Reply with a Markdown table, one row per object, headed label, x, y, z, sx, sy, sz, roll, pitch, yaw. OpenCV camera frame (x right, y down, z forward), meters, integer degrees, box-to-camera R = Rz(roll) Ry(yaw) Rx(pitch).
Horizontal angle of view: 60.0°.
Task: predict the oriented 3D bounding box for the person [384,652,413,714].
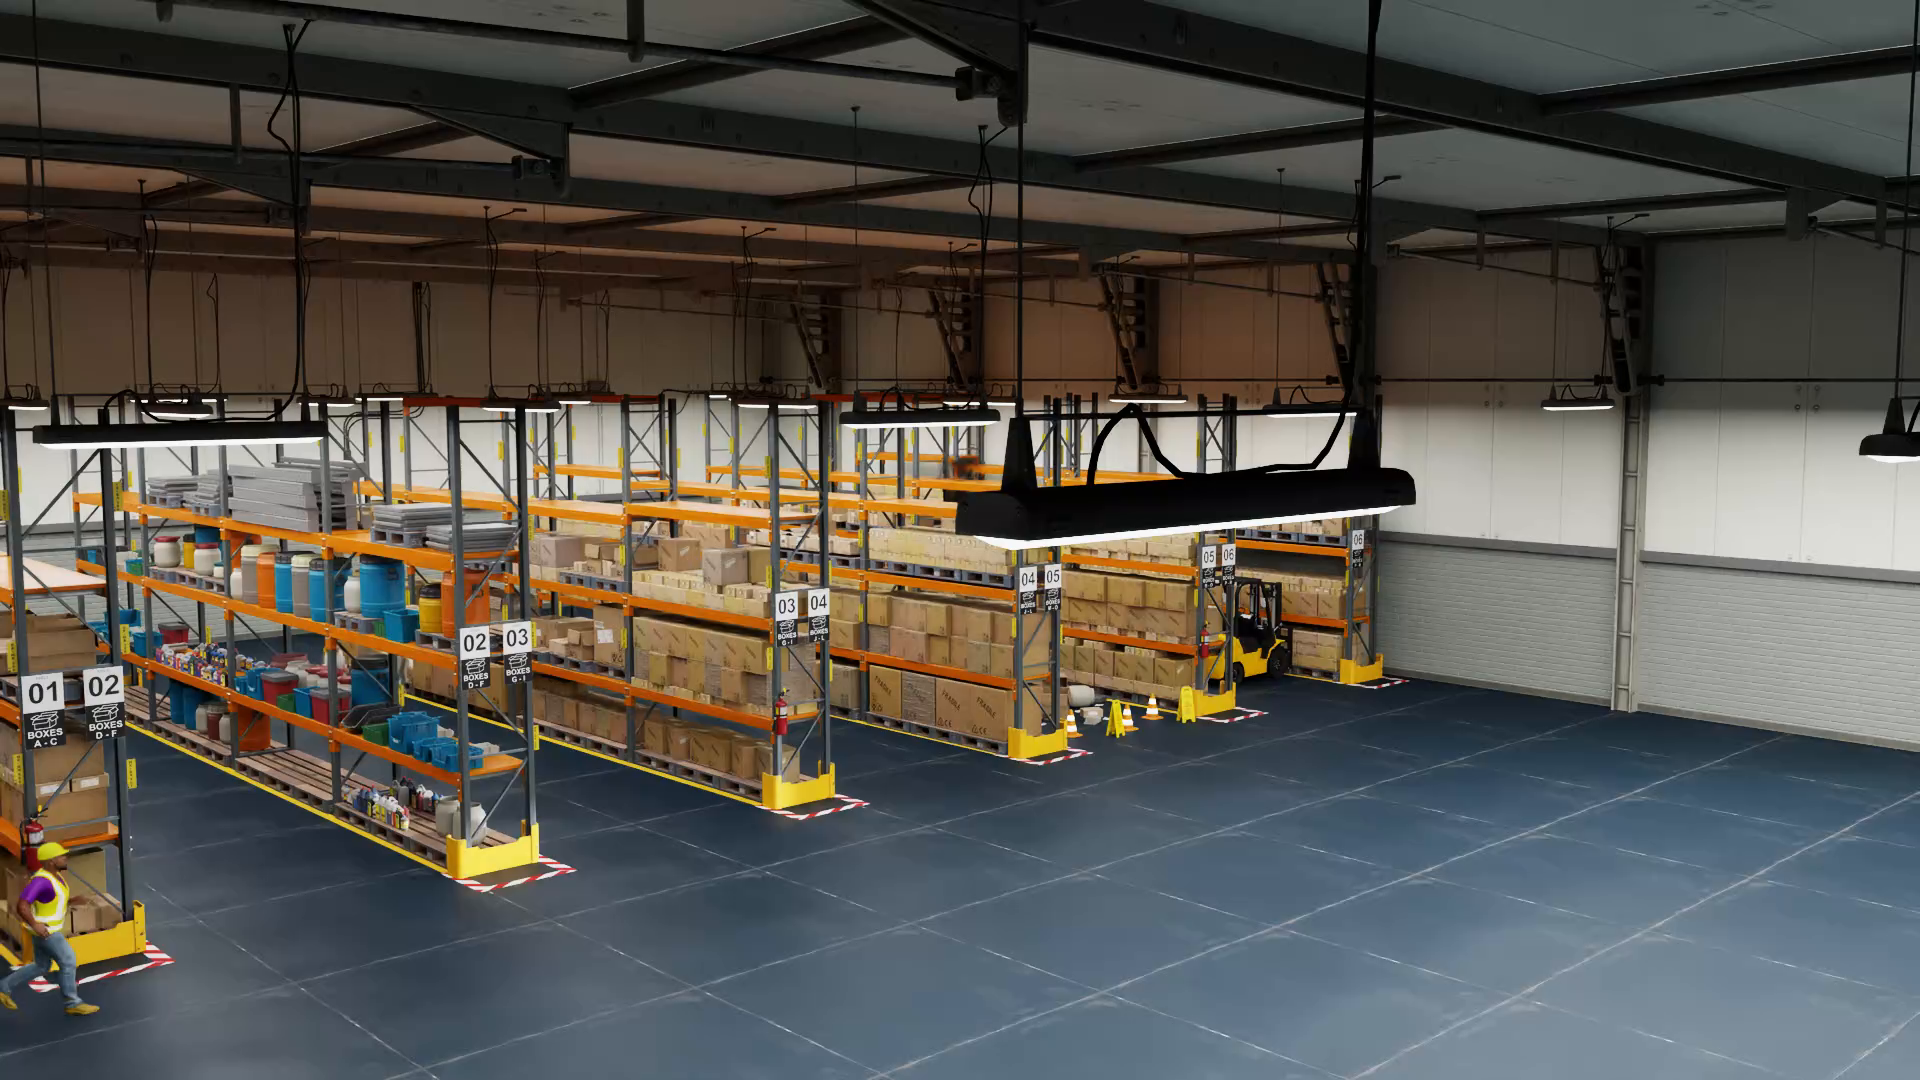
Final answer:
| label | x | y | z | sx | sy | sz | roll | pitch | yaw |
| --- | --- | --- | --- | --- | --- | --- | --- | --- | --- |
| person | -10.604 | 2.503 | 31.220 | 0.888 | 1.628 | 0.741 | 3 | 6 | 26 |

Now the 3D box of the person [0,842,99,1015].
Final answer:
| label | x | y | z | sx | sy | sz | roll | pitch | yaw |
| --- | --- | --- | --- | --- | --- | --- | --- | --- | --- |
| person | -9.095 | 3.871 | 16.450 | 0.963 | 1.762 | 0.675 | -2 | 6 | -24 |

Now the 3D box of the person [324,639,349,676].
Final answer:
| label | x | y | z | sx | sy | sz | roll | pitch | yaw |
| --- | --- | --- | --- | --- | --- | --- | --- | --- | --- |
| person | -11.247 | 2.603 | 29.959 | 0.839 | 1.719 | 0.511 | 4 | 7 | 39 |
